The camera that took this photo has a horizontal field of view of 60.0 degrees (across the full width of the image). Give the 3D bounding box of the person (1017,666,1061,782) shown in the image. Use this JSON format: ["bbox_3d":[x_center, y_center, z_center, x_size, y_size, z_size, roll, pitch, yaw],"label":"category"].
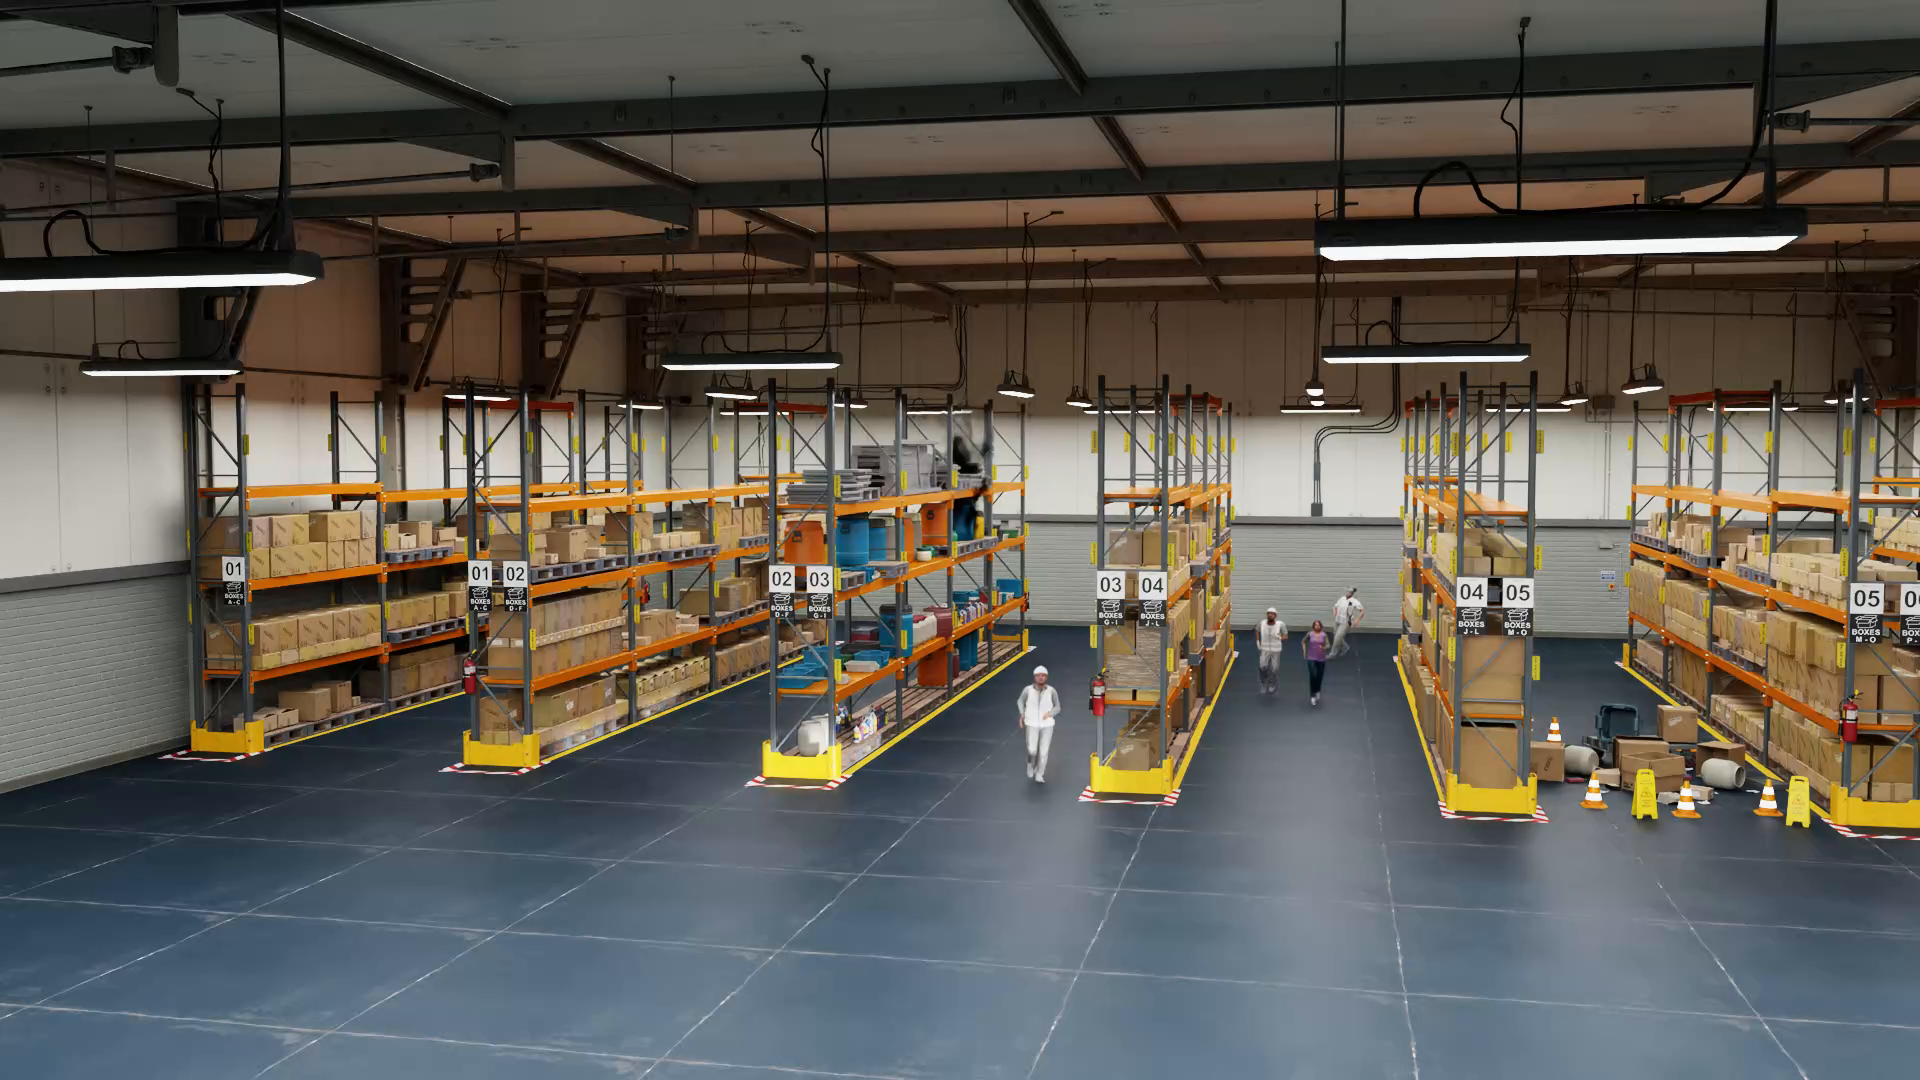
[{"bbox_3d":[1.165,2.728,24.571,0.642,1.725,0.581,0,3,2],"label":"person"}]

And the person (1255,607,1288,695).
[{"bbox_3d":[6.210,2.225,33.208,0.672,1.763,0.701,1,3,14],"label":"person"}]

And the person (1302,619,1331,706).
[{"bbox_3d":[6.893,2.355,32.179,0.512,1.644,0.737,0,3,4],"label":"person"}]

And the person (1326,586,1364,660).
[{"bbox_3d":[8.896,1.916,38.646,0.925,1.716,0.717,-2,4,-34],"label":"person"}]
